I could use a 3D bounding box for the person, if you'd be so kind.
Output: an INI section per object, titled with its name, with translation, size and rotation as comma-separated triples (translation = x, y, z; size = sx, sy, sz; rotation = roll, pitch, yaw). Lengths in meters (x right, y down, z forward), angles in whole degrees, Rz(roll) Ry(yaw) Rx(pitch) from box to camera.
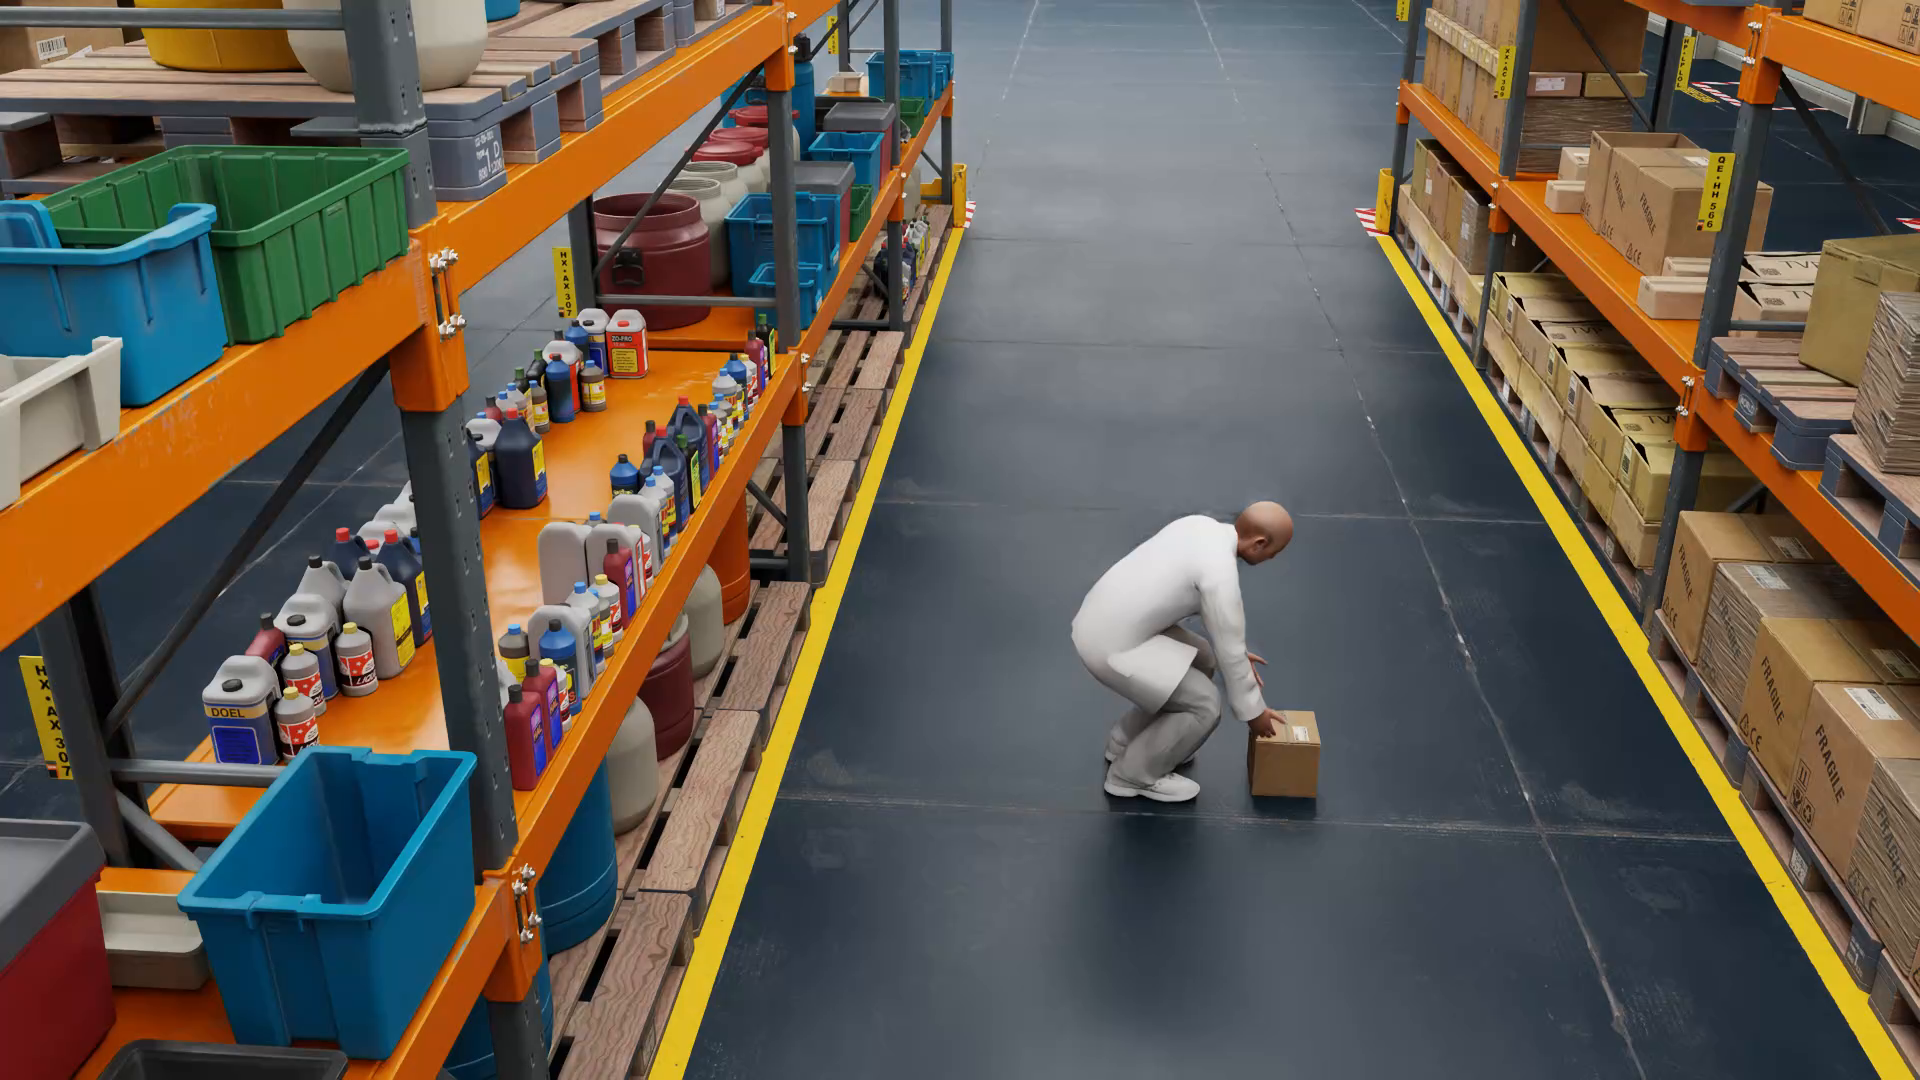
[person]
translation = 0.846, 0.400, 6.461
size = 0.830, 1.182, 0.625
rotation = 2, 24, 4
